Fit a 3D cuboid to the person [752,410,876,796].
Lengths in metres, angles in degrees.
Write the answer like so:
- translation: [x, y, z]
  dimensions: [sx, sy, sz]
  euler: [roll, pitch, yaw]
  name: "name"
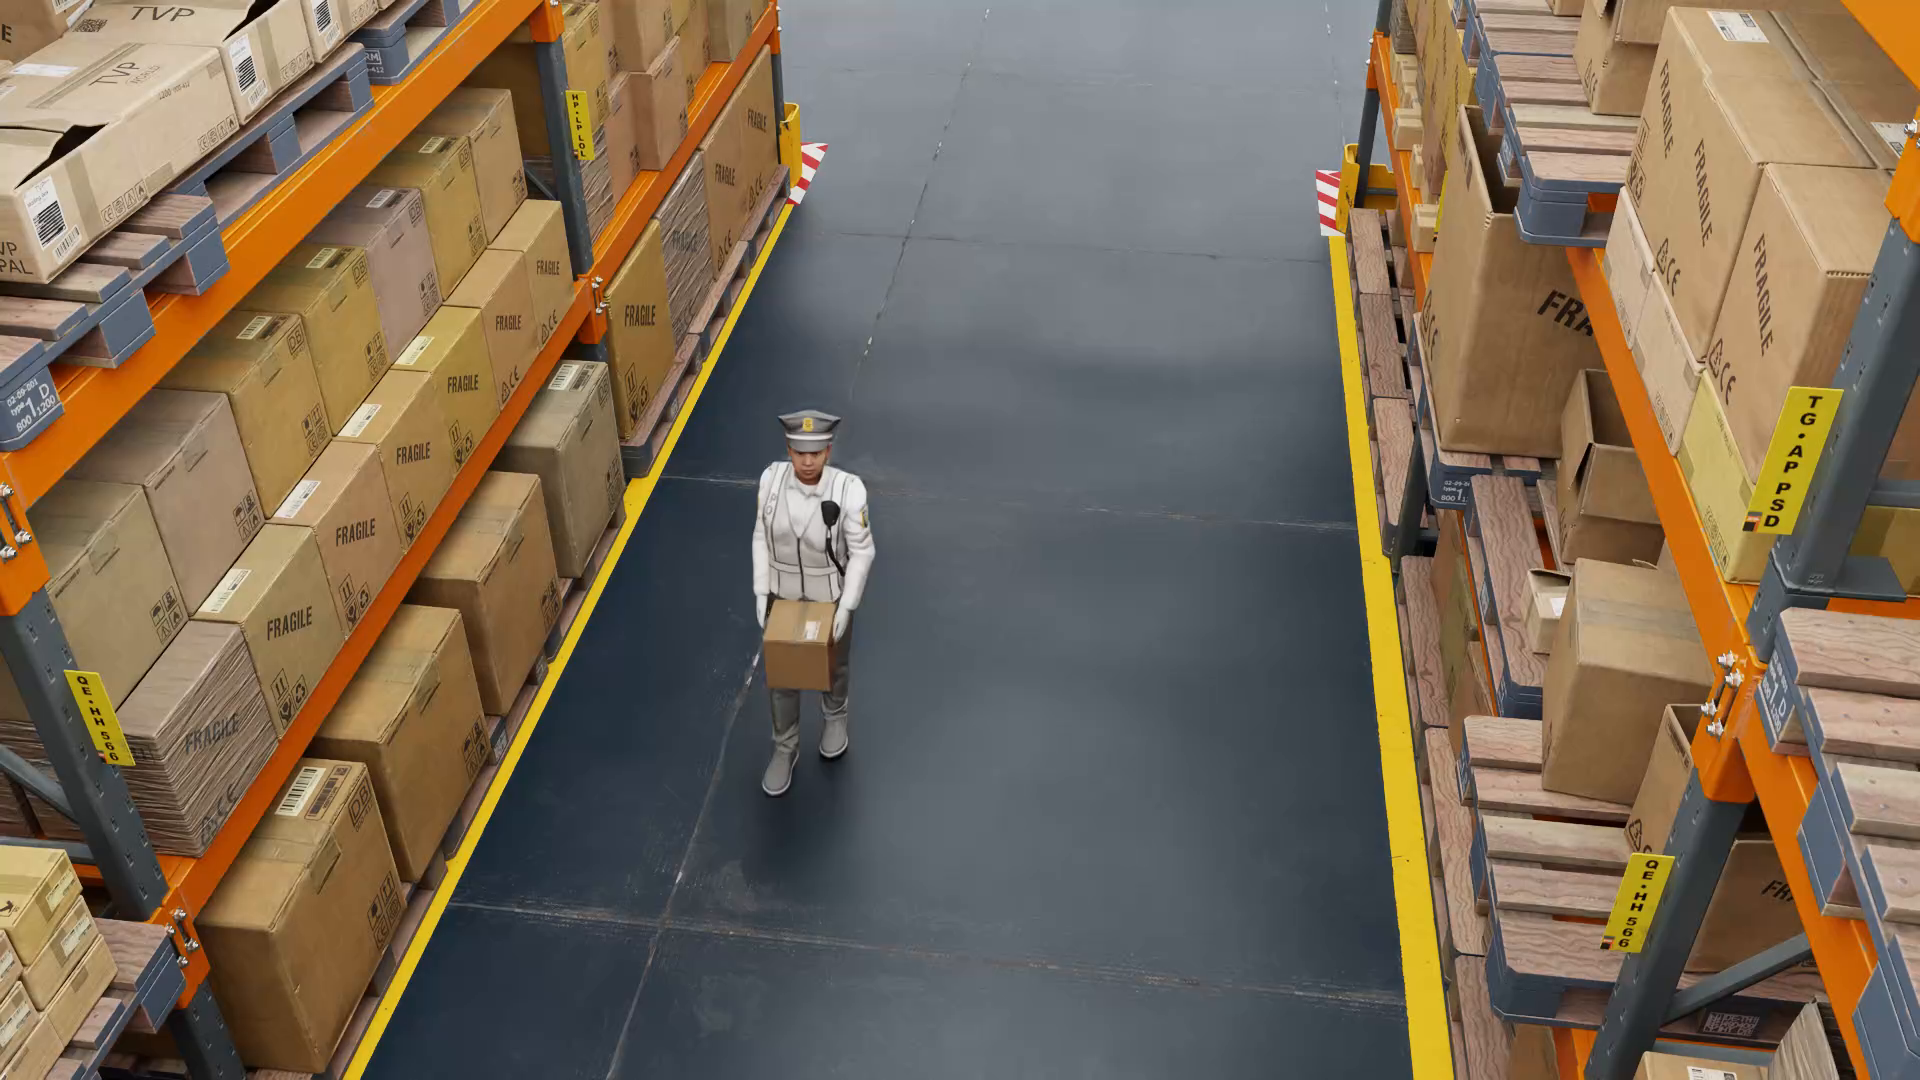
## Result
- translation: [-0.590, 0.251, 6.649]
  dimensions: [0.500, 1.695, 0.544]
  euler: [4, 37, 6]
  name: "person"
